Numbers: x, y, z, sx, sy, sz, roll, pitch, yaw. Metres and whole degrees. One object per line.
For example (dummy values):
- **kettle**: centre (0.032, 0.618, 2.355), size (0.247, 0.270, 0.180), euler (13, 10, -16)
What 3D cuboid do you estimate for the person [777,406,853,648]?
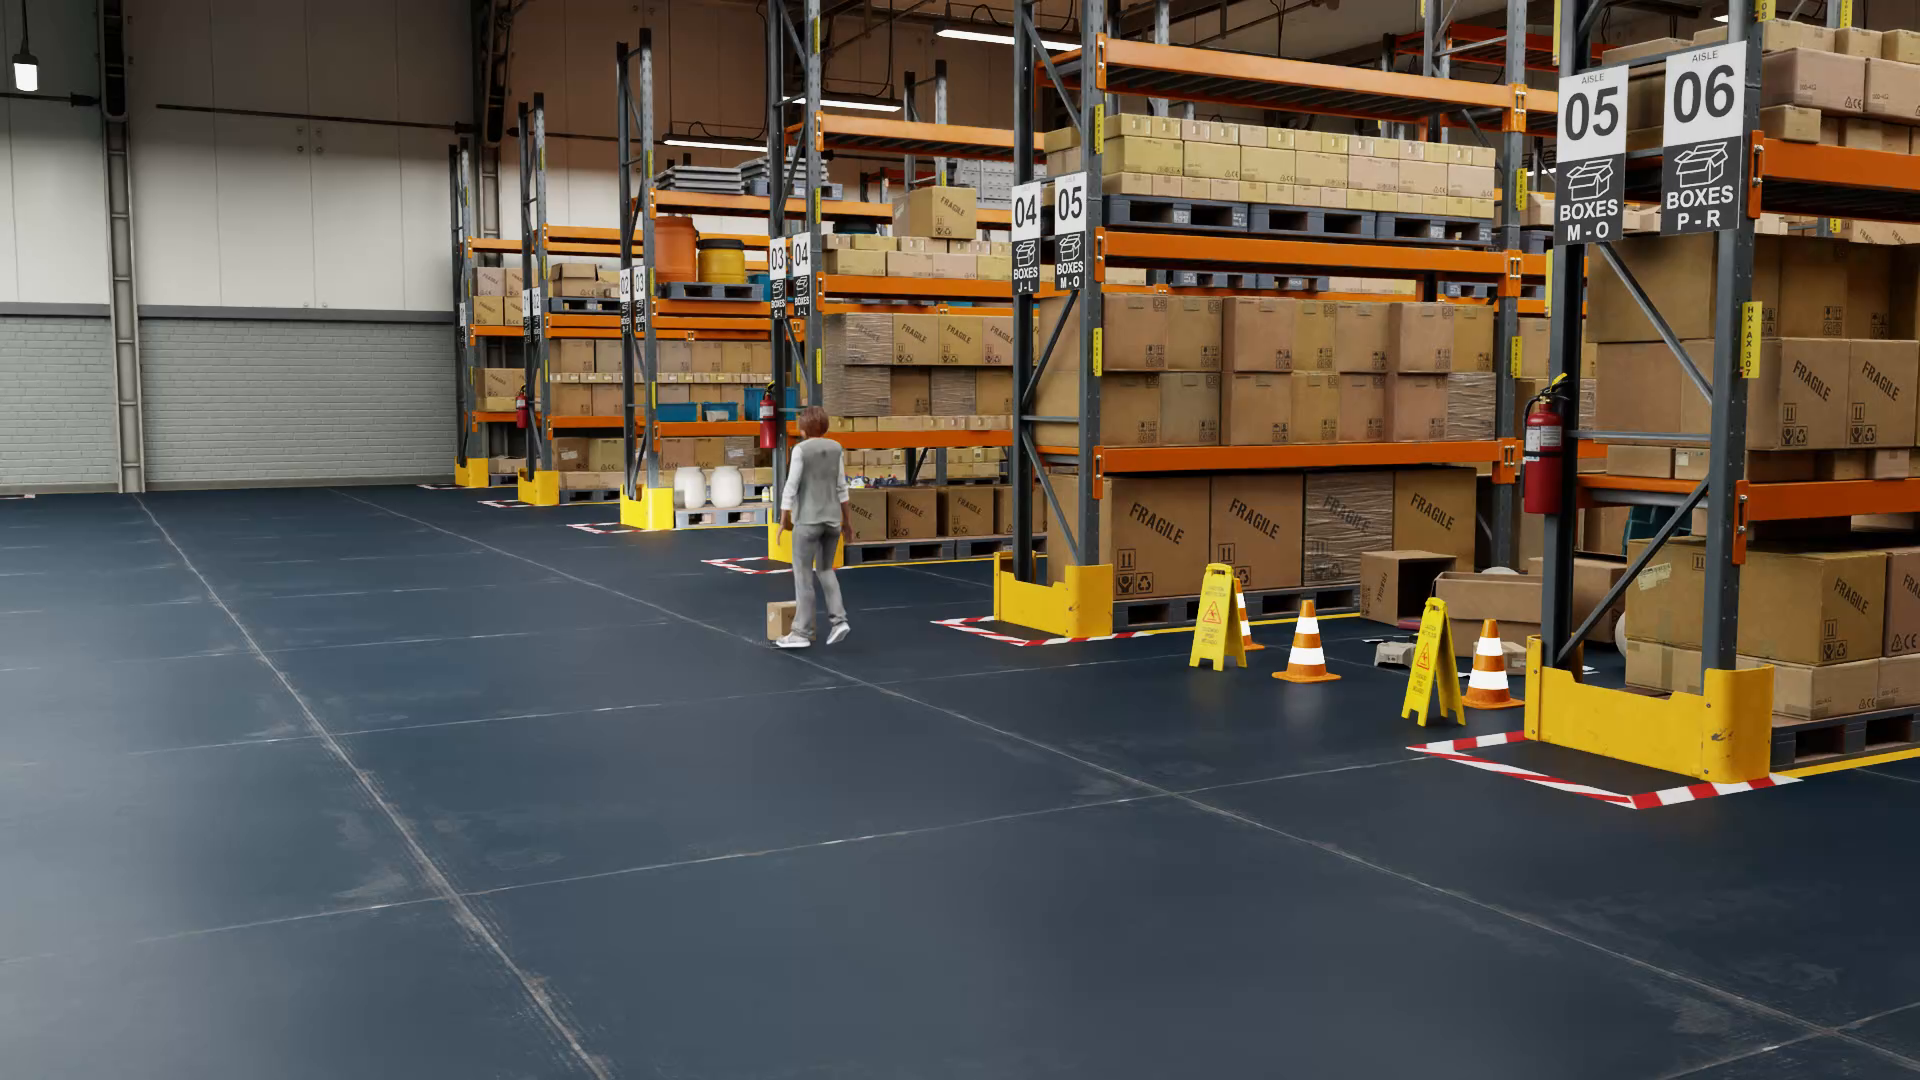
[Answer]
- **person**: centre (-0.972, -0.065, 10.966), size (0.484, 1.626, 0.352), euler (-4, 6, -34)
